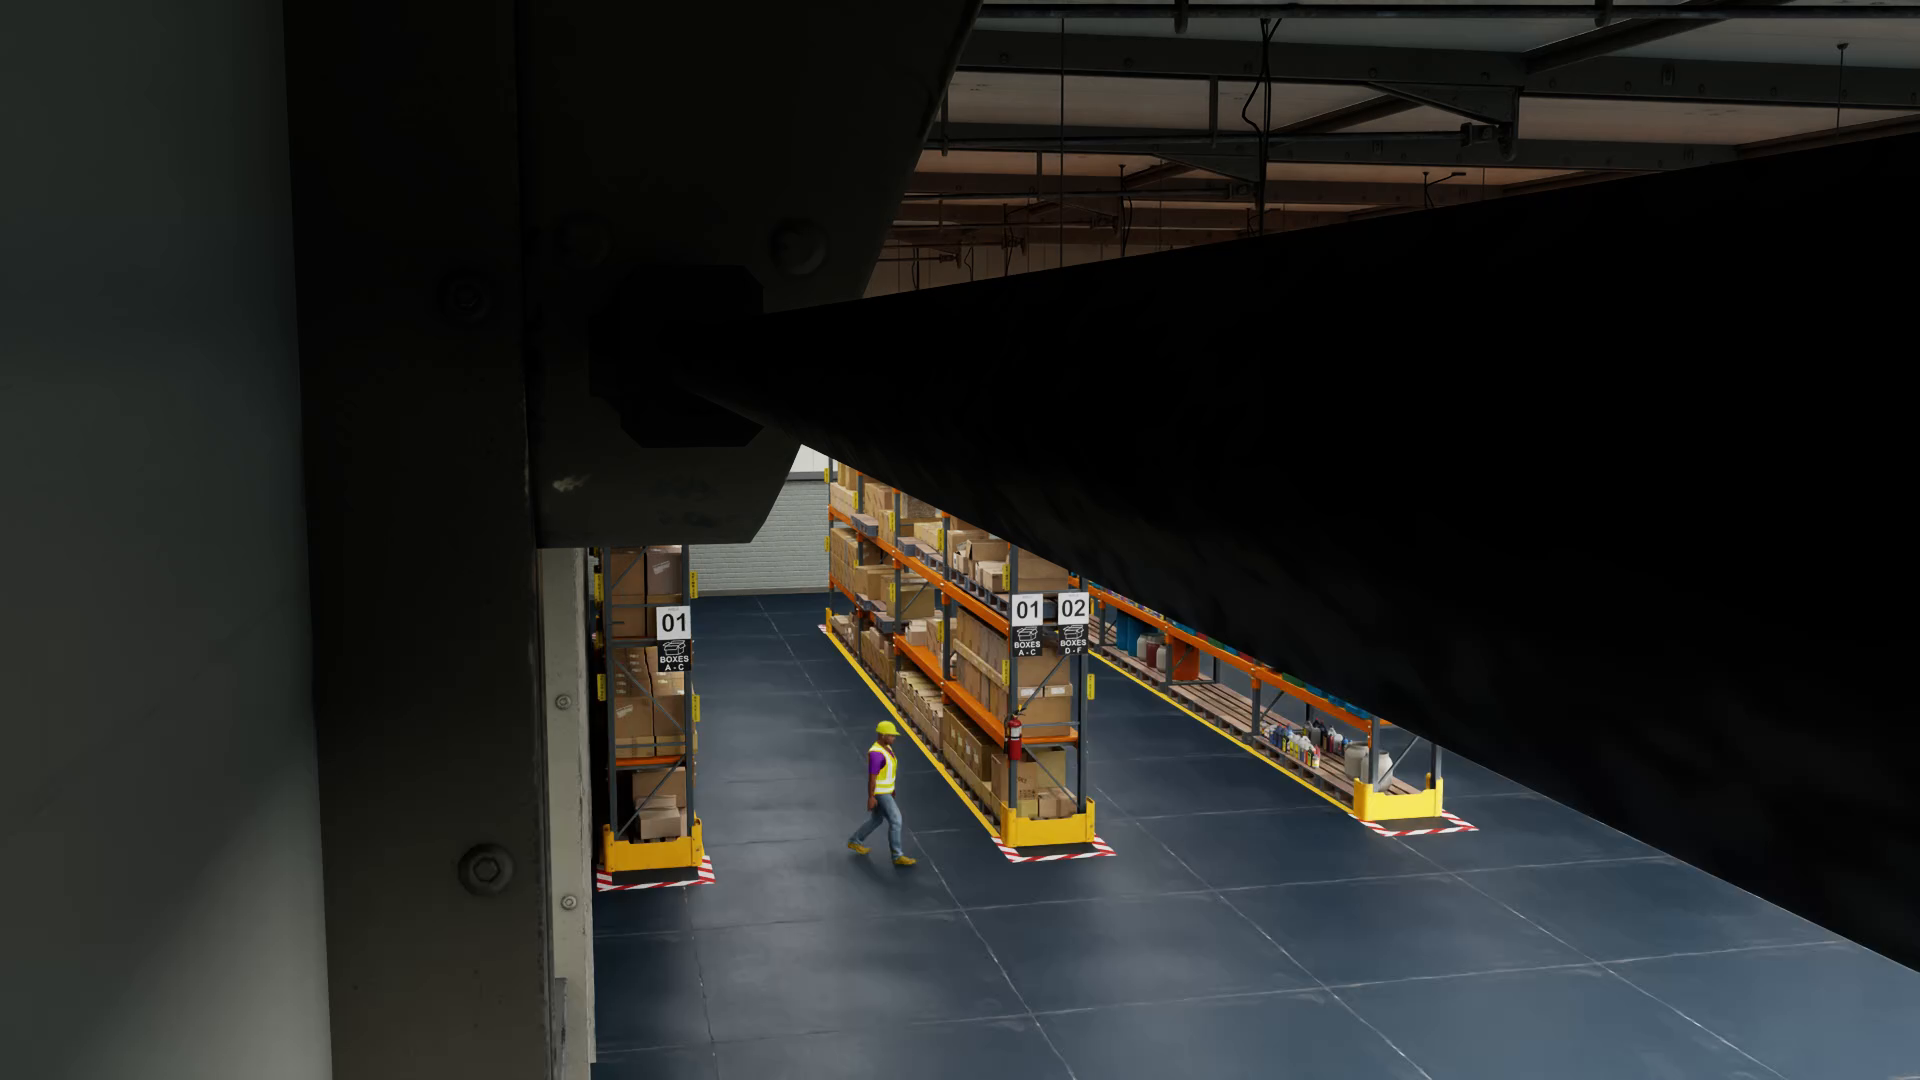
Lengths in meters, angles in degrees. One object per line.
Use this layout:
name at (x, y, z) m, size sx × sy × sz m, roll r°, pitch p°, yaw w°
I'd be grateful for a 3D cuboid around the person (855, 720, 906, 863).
person at (-0.954, 3.051, 20.327) m, size 0.510 × 1.766 × 0.606 m, roll -4°, pitch 8°, yaw -30°
